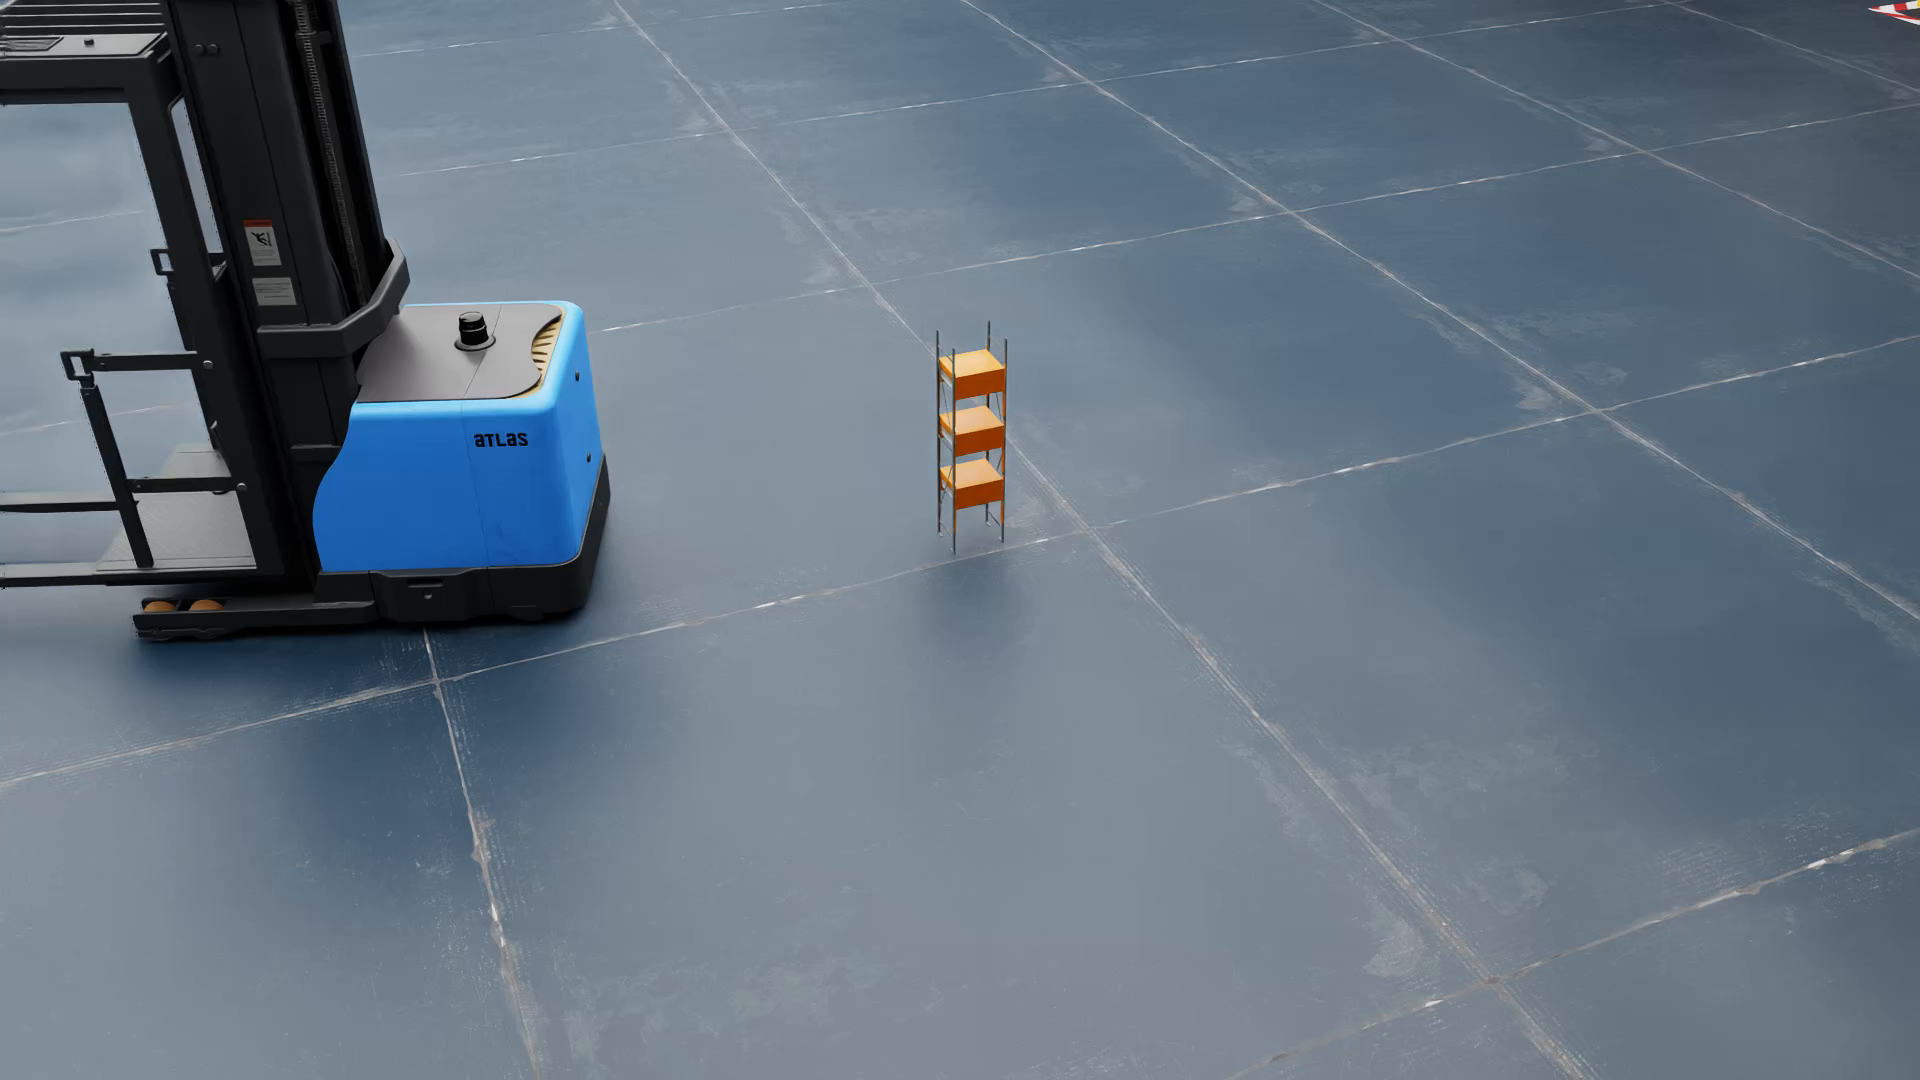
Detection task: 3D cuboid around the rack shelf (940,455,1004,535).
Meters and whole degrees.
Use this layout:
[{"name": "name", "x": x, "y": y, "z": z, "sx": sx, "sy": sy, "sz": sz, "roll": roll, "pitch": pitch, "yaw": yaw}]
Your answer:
[{"name": "rack shelf", "x": 0.049, "y": -0.210, "z": 7.638, "sx": 0.240, "sy": 0.259, "sz": 0.215, "roll": -13, "pitch": 35, "yaw": -19}]

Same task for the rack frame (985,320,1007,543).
[{"name": "rack frame", "x": 0.162, "y": -0.477, "z": 7.521, "sx": 0.008, "sy": 1.050, "sz": 0.200, "roll": -13, "pitch": 35, "yaw": -19}]

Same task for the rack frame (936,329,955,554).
[{"name": "rack frame", "x": -0.063, "y": -0.426, "z": 7.441, "sx": 0.008, "sy": 1.050, "sz": 0.200, "roll": -13, "pitch": 35, "yaw": -19}]

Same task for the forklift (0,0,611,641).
[{"name": "forklift", "x": -3.155, "y": -1.098, "z": 6.750, "sx": 3.031, "sy": 2.935, "sz": 1.130, "roll": -2, "pitch": 33, "yaw": -3}]

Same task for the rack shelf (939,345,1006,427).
[{"name": "rack shelf", "x": 0.049, "y": -0.680, "z": 7.332, "sx": 0.240, "sy": 0.259, "sz": 0.215, "roll": -13, "pitch": 35, "yaw": -19}]

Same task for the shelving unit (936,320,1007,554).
[{"name": "shelving unit", "x": 0.049, "y": -0.451, "z": 7.481, "sx": 0.252, "sy": 1.050, "sz": 0.215, "roll": -13, "pitch": 35, "yaw": -19}]

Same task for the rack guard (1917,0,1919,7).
[{"name": "rack guard", "x": 9.172, "y": -4.882, "z": 14.795, "sx": 0.348, "sy": 0.500, "sz": 1.175, "roll": -13, "pitch": 35, "yaw": -19}]

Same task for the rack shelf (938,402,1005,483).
[{"name": "rack shelf", "x": 0.049, "y": -0.442, "z": 7.487, "sx": 0.240, "sy": 0.259, "sz": 0.215, "roll": -13, "pitch": 35, "yaw": -19}]
